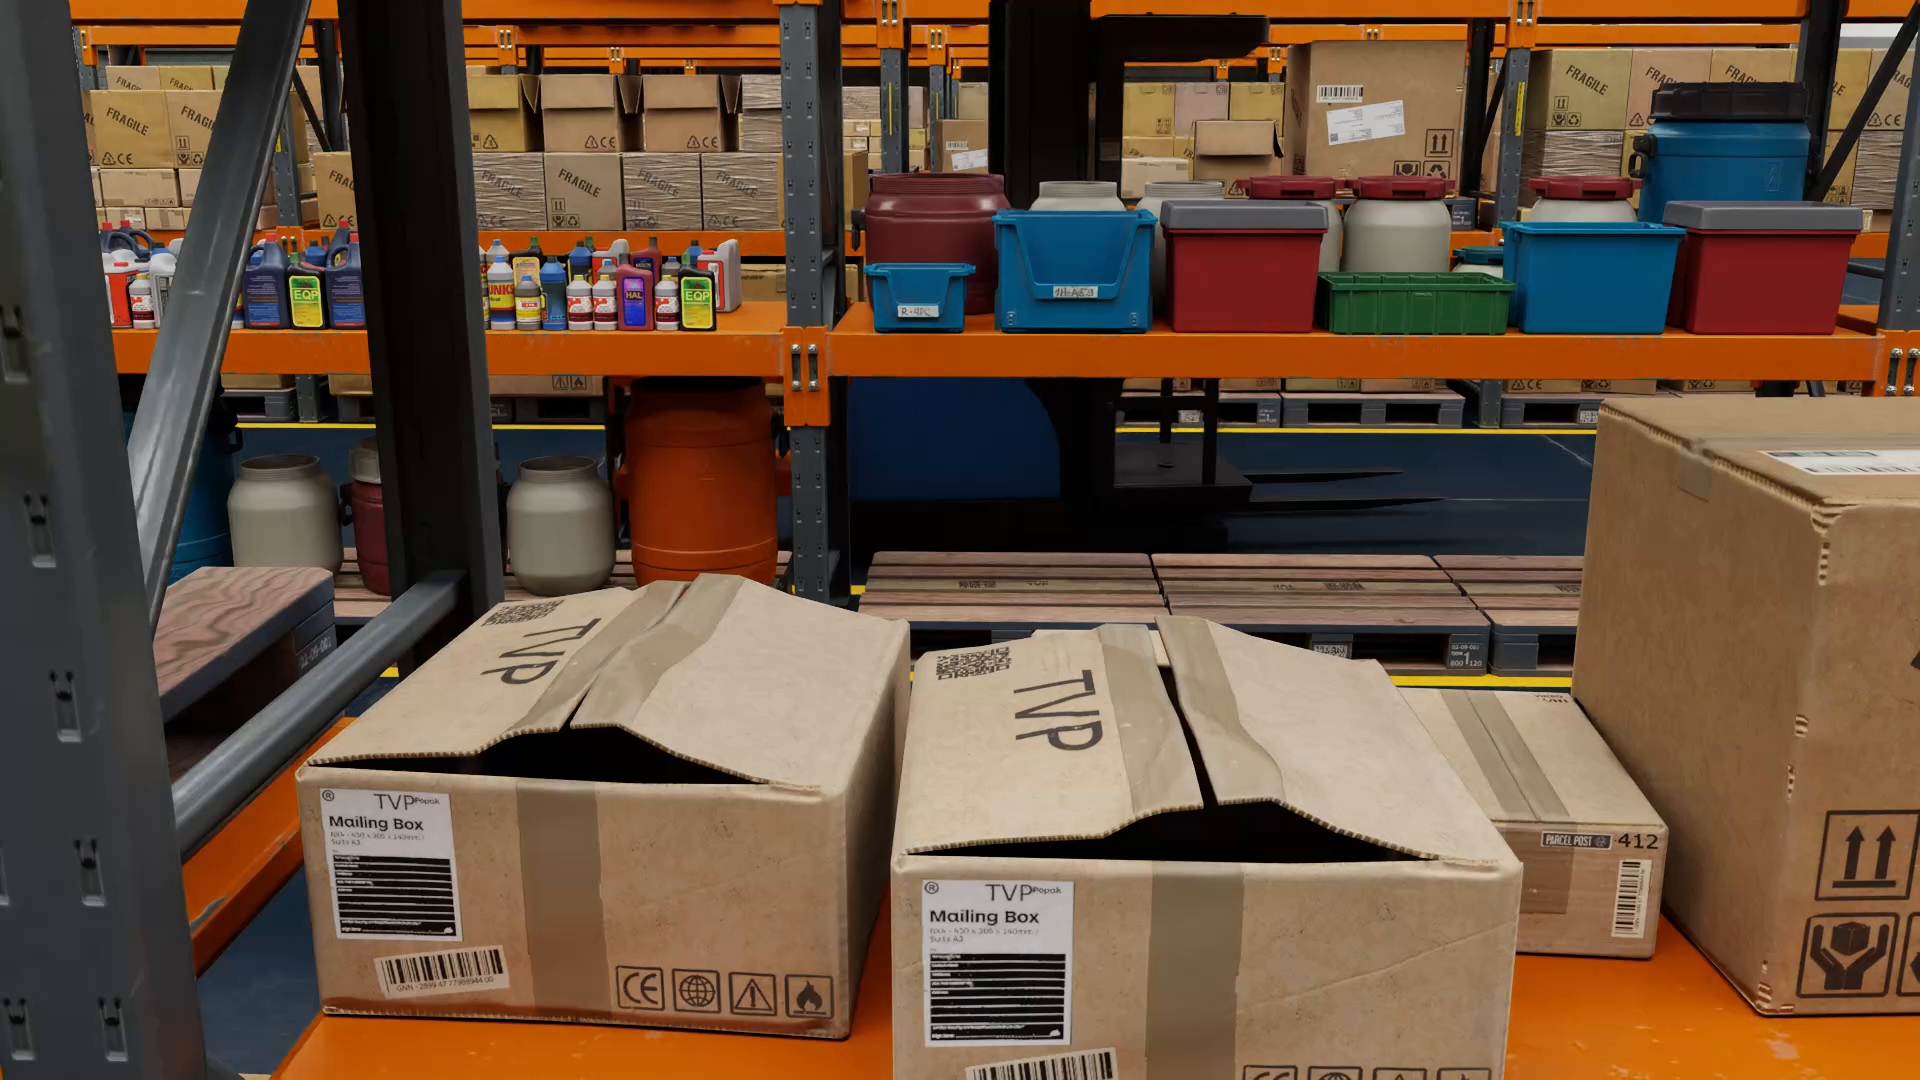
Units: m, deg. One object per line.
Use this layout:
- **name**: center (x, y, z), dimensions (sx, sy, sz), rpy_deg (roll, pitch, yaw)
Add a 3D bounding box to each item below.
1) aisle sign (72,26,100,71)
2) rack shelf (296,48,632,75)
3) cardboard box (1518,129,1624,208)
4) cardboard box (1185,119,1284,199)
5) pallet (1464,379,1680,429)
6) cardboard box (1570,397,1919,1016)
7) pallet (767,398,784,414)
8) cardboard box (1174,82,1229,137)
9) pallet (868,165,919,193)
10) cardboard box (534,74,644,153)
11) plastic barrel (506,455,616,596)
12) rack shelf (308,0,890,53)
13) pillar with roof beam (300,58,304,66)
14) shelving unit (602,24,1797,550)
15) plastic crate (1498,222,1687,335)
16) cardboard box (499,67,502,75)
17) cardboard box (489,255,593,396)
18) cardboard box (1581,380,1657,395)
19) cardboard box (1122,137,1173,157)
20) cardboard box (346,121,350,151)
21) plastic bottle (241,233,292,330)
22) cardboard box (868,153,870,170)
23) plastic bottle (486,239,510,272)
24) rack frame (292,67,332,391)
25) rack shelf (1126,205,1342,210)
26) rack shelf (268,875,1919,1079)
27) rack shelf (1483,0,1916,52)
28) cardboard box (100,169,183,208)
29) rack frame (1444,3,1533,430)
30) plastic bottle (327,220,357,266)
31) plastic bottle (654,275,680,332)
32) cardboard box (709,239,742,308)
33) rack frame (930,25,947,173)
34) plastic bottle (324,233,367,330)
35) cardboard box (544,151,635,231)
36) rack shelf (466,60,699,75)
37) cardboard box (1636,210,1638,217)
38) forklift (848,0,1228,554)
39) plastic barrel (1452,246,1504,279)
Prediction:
- **aisle sign**: center (-8.285, -4.842, 15.716), dimensions (0.004, 0.787, 0.394), rpy_deg (0, 15, 1)
- **rack shelf**: center (-6.179, -6.013, 20.783), dimensions (4.000, 0.370, 1.077), rpy_deg (0, 15, 1)
- **cardboard box**: center (4.013, -2.492, 11.126), dimensions (0.500, 0.500, 0.875), rpy_deg (0, 15, 1)
- **cardboard box**: center (1.829, -2.559, 11.135), dimensions (0.637, 0.503, 0.797), rpy_deg (2, 15, 7)
- **pallet**: center (4.237, -0.975, 11.621), dimensions (1.213, 0.211, 1.003), rpy_deg (0, 15, 1)
- **cardboard box**: center (0.987, 0.140, 1.733), dimensions (0.500, 0.500, 0.500), rpy_deg (0, 15, -2)
- **pallet**: center (-1.220, -1.021, 11.795), dimensions (1.213, 0.211, 1.003), rpy_deg (0, 15, 1)
- **cardboard box**: center (2.276, -4.123, 15.930), dimensions (0.500, 0.500, 0.700), rpy_deg (0, 15, 2)
- **pallet**: center (-0.922, -3.494, 16.078), dimensions (1.003, 0.211, 1.213), rpy_deg (0, 15, 1)
- **cardboard box**: center (0.711, -3.222, 11.045), dimensions (7.084, 1.250, 1.196), rpy_deg (0, 15, -1)
- **plastic barrel**: center (-1.617, -0.061, 6.746), dimensions (0.421, 0.512, 0.421), rpy_deg (0, 15, 0)
- **rack shelf**: center (-2.434, -3.460, 11.105), dimensions (4.000, 0.370, 1.077), rpy_deg (0, 15, 1)
- **pillar with roof beam**: center (-10.838, -8.240, 21.933), dimensions (0.400, 9.000, 9.100), rpy_deg (0, 15, 1)
- **shelving unit**: center (5.777, -5.365, 16.914), dimensions (16.628, 6.000, 18.801), rpy_deg (-1, 15, -5)
- **plastic crate**: center (2.327, -0.976, 6.189), dimensions (0.575, 0.384, 0.392), rpy_deg (0, 15, 1)
- **cardboard box**: center (-4.650, -4.376, 16.306), dimensions (0.500, 0.500, 0.500), rpy_deg (1, 15, 3)
- **cardboard box**: center (-2.899, -1.542, 11.645), dimensions (0.875, 0.875, 1.225), rpy_deg (0, 15, -1)
- **cardboard box**: center (4.536, -1.298, 11.458), dimensions (0.500, 0.500, 0.500), rpy_deg (5, 16, 19)
- **cardboard box**: center (1.746, -3.576, 15.817), dimensions (0.500, 0.500, 0.500), rpy_deg (0, 15, 1)
- **cardboard box**: center (-5.712, -3.765, 15.953), dimensions (0.500, 0.500, 0.500), rpy_deg (0, 15, 1)
- **plastic bottle**: center (-2.369, -0.971, 6.238), dimensions (0.637, 0.351, 0.144), rpy_deg (0, 15, 1)
- **cardboard box**: center (-0.960, -3.579, 15.693), dimensions (0.250, 0.149, 0.380), rpy_deg (0, 15, 1)
- **plastic bottle**: center (-2.984, -1.125, 6.975), dimensions (2.212, 0.271, 0.097), rpy_deg (0, 15, 1)
- **rack frame**: center (-4.433, -2.372, 11.449), dimensions (0.053, 2.616, 0.949), rpy_deg (0, 15, 1)
- **rack shelf**: center (1.793, -3.248, 16.181), dimensions (4.000, 0.370, 1.077), rpy_deg (0, 15, 1)
- **rack shelf**: center (-2.527, -3.786, 8.484), dimensions (11.863, 4.752, 15.826), rpy_deg (0, 15, 1)
- **rack shelf**: center (3.676, -3.801, 13.454), dimensions (7.905, 0.909, 6.103), rpy_deg (0, 15, 1)
- **cardboard box**: center (-5.398, -2.381, 11.194), dimensions (0.500, 0.250, 0.500), rpy_deg (1, 15, 3)
- **rack frame**: center (3.565, -2.319, 11.248), dimensions (0.127, 3.000, 1.000), rpy_deg (0, 15, 1)
- **plastic bottle**: center (-2.531, -1.154, 6.931), dimensions (0.185, 0.351, 0.144), rpy_deg (0, 15, 1)
- **plastic bottle**: center (-1.091, -0.885, 6.203), dimensions (0.097, 0.201, 0.097), rpy_deg (0, 15, 0)
- **cardboard box**: center (-4.662, 0.123, 4.354), dimensions (7.345, 1.356, 5.886), rpy_deg (0, 15, 1)
- **rack frame**: center (-0.206, -3.609, 16.139), dimensions (0.127, 3.000, 1.000), rpy_deg (0, 15, 1)
- **plastic bottle**: center (-2.277, -0.971, 6.236), dimensions (0.185, 0.351, 0.144), rpy_deg (0, 15, 1)
- **cardboard box**: center (-2.460, -2.344, 11.148), dimensions (0.500, 0.500, 0.500), rpy_deg (1, 15, 2)
- **rack shelf**: center (-6.056, -7.279, 25.581), dimensions (4.000, 0.370, 1.077), rpy_deg (0, 15, 1)
- **cardboard box**: center (4.522, -2.120, 10.989), dimensions (0.250, 0.149, 0.380), rpy_deg (0, 15, 1)
- **forklift**: center (19.709, 0.463, 1.014), dimensions (39.197, 2.843, 19.219), rpy_deg (-1, 15, -5)
- **plastic barrel**: center (2.119, -1.036, 6.659), dimensions (0.301, 0.262, 0.301), rpy_deg (0, 15, 0)
